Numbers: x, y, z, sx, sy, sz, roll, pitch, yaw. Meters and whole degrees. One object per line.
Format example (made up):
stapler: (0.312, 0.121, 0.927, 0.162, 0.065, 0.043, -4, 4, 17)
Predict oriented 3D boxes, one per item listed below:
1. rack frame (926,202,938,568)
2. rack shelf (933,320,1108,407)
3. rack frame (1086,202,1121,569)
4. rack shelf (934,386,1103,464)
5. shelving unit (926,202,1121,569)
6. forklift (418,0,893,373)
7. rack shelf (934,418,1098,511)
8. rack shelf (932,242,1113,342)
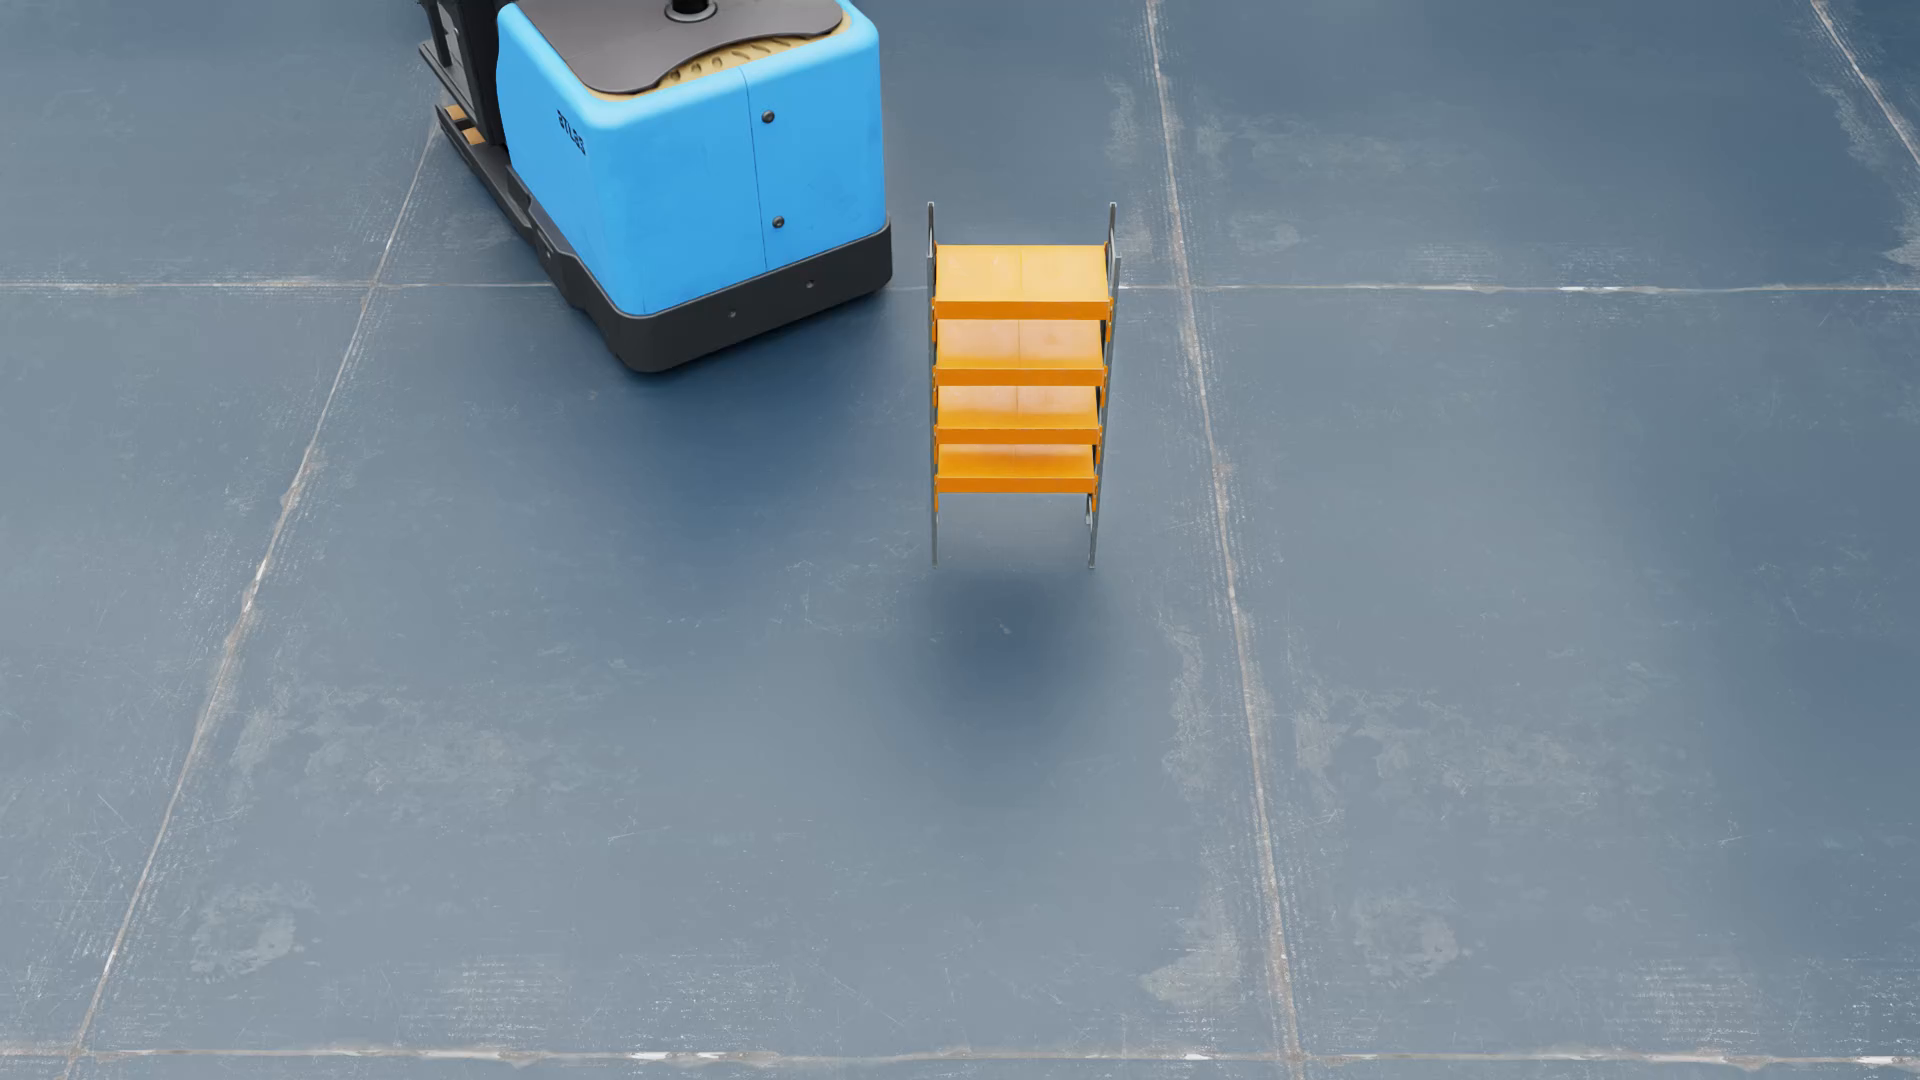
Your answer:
rack frame: (-0.078, -0.409, 4.811, 0.015, 1.200, 0.240, 0, 47, 0)
rack shelf: (0.166, -0.515, 4.696, 0.480, 0.148, 0.258, 0, 47, 0)
rack frame: (0.410, -0.408, 4.810, 0.015, 1.200, 0.240, 0, 47, 0)
rack shelf: (0.166, -0.363, 4.860, 0.480, 0.148, 0.258, 0, 47, 0)
shelving unit: (0.166, -0.408, 4.810, 0.503, 1.200, 0.258, 0, 47, 0)
forklift: (-1.445, -2.637, 5.702, 1.130, 2.935, 3.031, -24, 52, -21)
rack shelf: (0.166, -0.227, 5.005, 0.480, 0.148, 0.258, 0, 47, 0)
rack shelf: (0.166, -0.676, 4.523, 0.480, 0.148, 0.258, 0, 47, 0)
